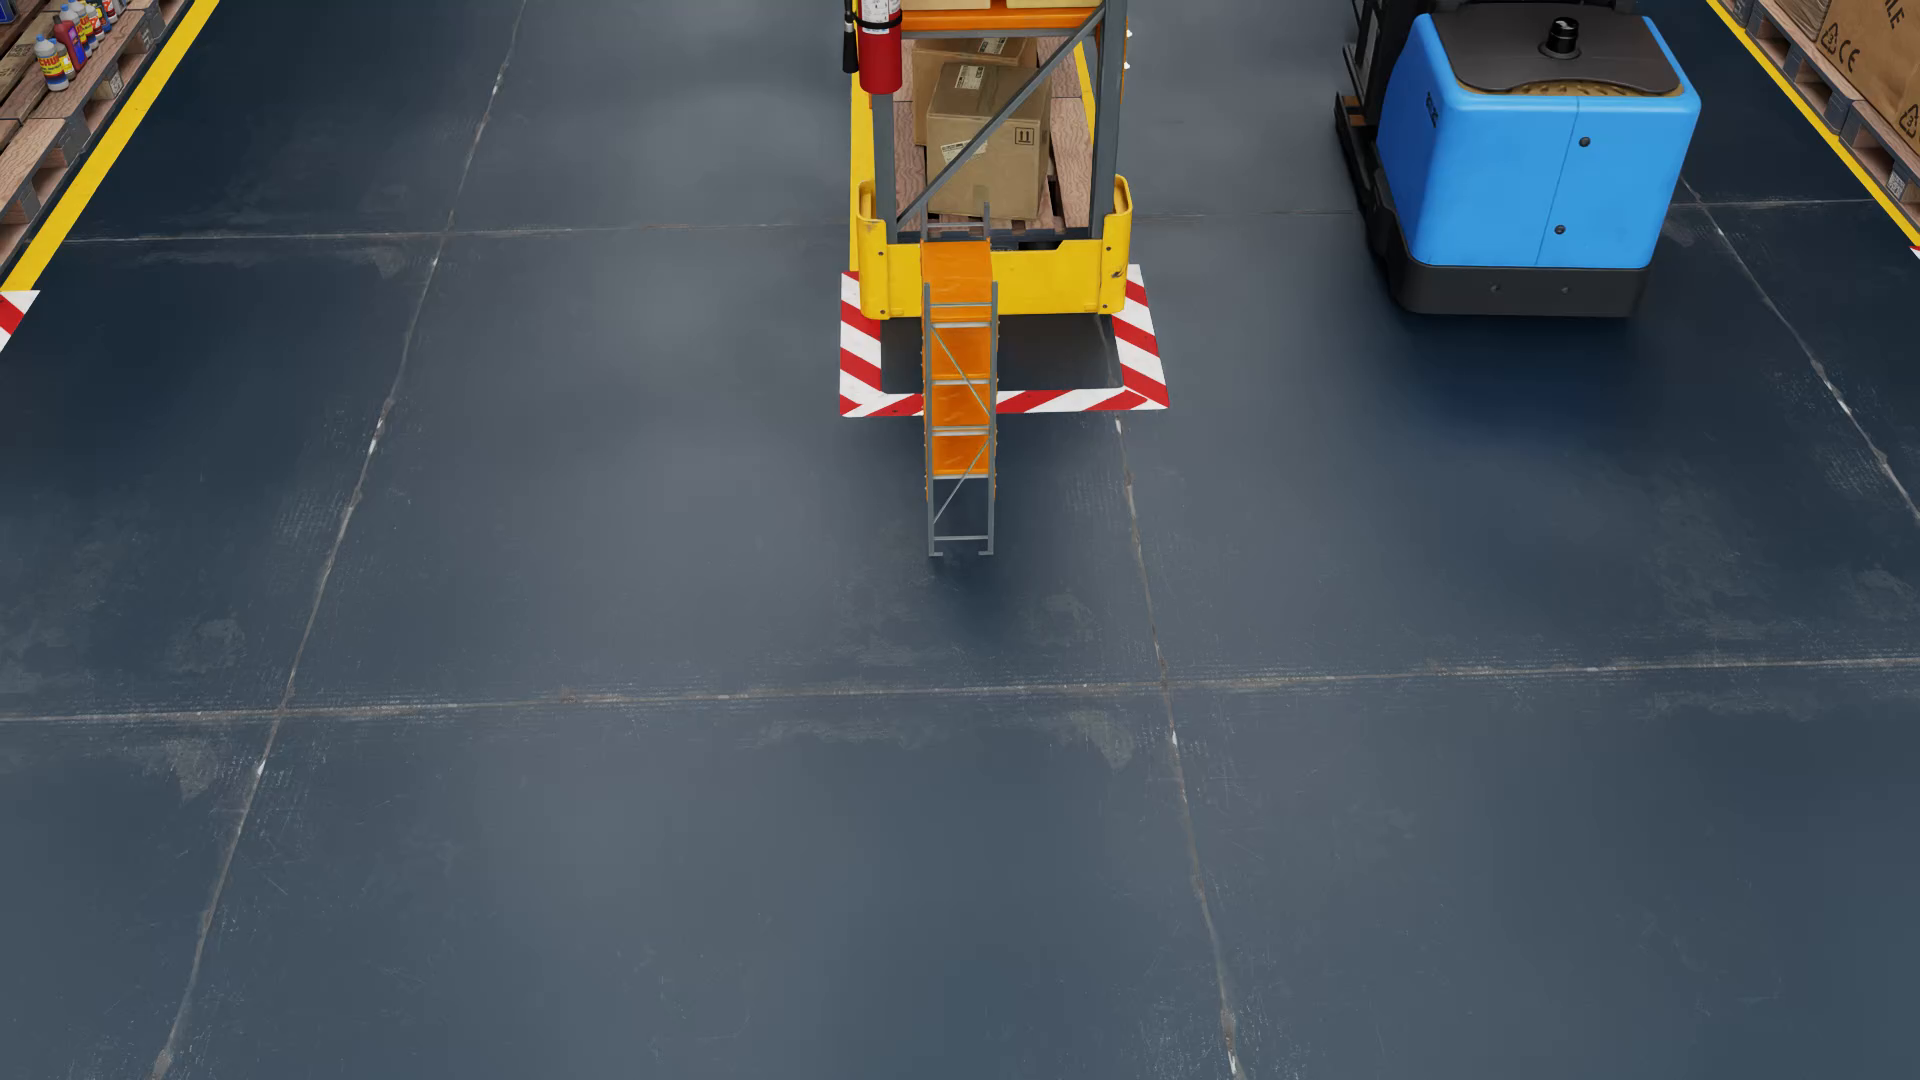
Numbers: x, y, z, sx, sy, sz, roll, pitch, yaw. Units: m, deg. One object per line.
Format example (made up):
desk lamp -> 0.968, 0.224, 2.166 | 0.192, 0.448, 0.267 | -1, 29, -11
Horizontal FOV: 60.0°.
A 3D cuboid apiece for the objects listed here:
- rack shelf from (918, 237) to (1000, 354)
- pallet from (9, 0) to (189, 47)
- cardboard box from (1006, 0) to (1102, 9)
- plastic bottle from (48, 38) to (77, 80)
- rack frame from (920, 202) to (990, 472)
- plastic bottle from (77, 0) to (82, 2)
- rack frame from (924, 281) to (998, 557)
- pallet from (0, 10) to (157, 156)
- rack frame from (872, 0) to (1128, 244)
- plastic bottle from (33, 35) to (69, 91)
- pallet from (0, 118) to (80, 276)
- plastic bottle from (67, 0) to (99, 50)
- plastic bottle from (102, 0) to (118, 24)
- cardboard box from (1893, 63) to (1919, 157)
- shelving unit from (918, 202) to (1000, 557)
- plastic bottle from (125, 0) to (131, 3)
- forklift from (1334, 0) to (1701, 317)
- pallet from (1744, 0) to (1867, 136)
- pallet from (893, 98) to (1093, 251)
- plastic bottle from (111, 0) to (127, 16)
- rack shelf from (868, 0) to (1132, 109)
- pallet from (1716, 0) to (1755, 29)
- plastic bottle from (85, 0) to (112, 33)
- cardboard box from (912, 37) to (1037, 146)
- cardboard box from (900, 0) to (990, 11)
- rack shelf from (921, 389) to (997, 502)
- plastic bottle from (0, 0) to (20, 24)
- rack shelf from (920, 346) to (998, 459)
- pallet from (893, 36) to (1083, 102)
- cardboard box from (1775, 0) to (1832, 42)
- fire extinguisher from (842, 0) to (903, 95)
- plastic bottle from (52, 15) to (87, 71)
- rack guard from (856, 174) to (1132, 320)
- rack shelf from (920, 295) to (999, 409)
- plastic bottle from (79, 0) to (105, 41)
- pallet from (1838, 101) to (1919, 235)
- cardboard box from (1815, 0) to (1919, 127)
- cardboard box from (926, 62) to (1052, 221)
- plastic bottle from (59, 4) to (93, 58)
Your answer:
rack shelf -> -0.007, -0.844, 5.701 | 0.258, 0.148, 0.480 | -2, 43, -2
pallet -> -4.987, -3.230, 9.618 | 1.003, 0.211, 1.213 | -2, 43, -2
cardboard box -> 0.371, -2.261, 6.683 | 0.380, 0.149, 0.250 | -2, 43, -2
plastic bottle -> -4.574, -2.446, 8.444 | 0.097, 0.201, 0.097 | 0, 43, 0
rack frame -> -0.017, -0.719, 6.146 | 0.240, 1.200, 0.015 | -2, 43, -2
plastic bottle -> -4.740, -2.986, 8.973 | 0.061, 0.283, 0.133 | -2, 43, -2
rack frame -> 0.003, -0.389, 5.787 | 0.240, 1.200, 0.015 | -2, 43, -2
pallet -> -4.932, -2.405, 8.717 | 1.003, 0.211, 1.213 | -2, 43, -2
rack frame -> 0.145, -2.154, 6.381 | 1.000, 3.000, 0.127 | -2, 43, -2
plastic bottle -> -4.569, -2.402, 8.344 | 0.097, 0.271, 0.097 | 0, 43, 0
pallet -> -4.883, -1.583, 7.821 | 1.003, 0.211, 1.213 | -2, 43, -2
plastic bottle -> -4.588, -2.701, 8.670 | 0.097, 0.271, 0.097 | 0, 43, 0
plastic bottle -> -4.601, -2.880, 8.918 | 0.097, 0.201, 0.097 | 0, 43, 0
cardboard box -> 5.010, -2.056, 7.535 | 0.875, 0.875, 0.875 | -1, 43, -2
shelving unit -> -0.007, -0.554, 5.966 | 0.258, 1.200, 0.503 | -2, 43, -2
plastic bottle -> -4.636, -3.124, 9.073 | 0.144, 0.351, 0.185 | -2, 43, -2
forklift -> 2.484, -3.021, 7.377 | 1.130, 2.935, 3.031 | 1, 43, 1
pallet -> 4.944, -2.560, 8.886 | 1.003, 0.211, 1.213 | -2, 43, -2
pallet -> 0.142, -1.727, 7.978 | 1.003, 0.211, 1.213 | -2, 43, -2
plastic bottle -> -4.633, -2.987, 8.979 | 0.152, 0.276, 0.135 | -1, 43, -1
rack shelf -> 0.060, -3.239, 8.097 | 1.077, 0.370, 4.000 | -2, 43, -2
pallet -> 4.889, -3.385, 9.787 | 1.003, 0.211, 1.213 | -2, 43, -2
plastic bottle -> -4.597, -2.837, 8.819 | 0.097, 0.271, 0.097 | 0, 43, 0
cardboard box -> 0.075, -2.212, 7.983 | 0.500, 0.500, 0.500 | 9, 43, 9
cardboard box -> -0.074, -2.248, 6.669 | 0.380, 0.149, 0.250 | -2, 43, -2
rack shelf -> -0.007, -0.358, 6.146 | 0.258, 0.148, 0.480 | -2, 43, -2
plastic bottle -> -5.181, -2.921, 8.907 | 0.152, 0.276, 0.135 | -2, 43, -2
rack shelf -> -0.007, -0.504, 6.012 | 0.258, 0.148, 0.480 | -2, 43, -2
pallet -> 0.094, -2.549, 8.875 | 1.003, 0.211, 1.213 | -2, 43, -2
cardboard box -> 4.934, -3.266, 8.854 | 0.875, 0.875, 0.875 | -1, 43, -1
fire extinguisher -> -0.311, -2.035, 6.308 | 0.296, 0.674, 0.183 | -2, 43, -2
plastic bottle -> -4.561, -2.559, 8.507 | 0.061, 0.283, 0.133 | -1, 43, -1
rack guard -> 0.142, -1.284, 7.281 | 1.175, 0.500, 0.348 | -2, 43, -2
rack shelf -> -0.007, -0.669, 5.861 | 0.258, 0.148, 0.480 | -2, 43, -2
plastic bottle -> -4.592, -2.742, 8.767 | 0.097, 0.201, 0.097 | 0, 43, 0
pallet -> 4.992, -1.738, 7.990 | 1.003, 0.211, 1.213 | -2, 43, -2
cardboard box -> 4.970, -2.650, 8.183 | 0.875, 0.875, 0.875 | -2, 43, -2
cardboard box -> 0.135, -1.810, 7.544 | 0.500, 0.500, 0.500 | 6, 43, 6
plastic bottle -> -4.584, -2.633, 8.596 | 0.097, 0.271, 0.097 | 0, 43, 0
